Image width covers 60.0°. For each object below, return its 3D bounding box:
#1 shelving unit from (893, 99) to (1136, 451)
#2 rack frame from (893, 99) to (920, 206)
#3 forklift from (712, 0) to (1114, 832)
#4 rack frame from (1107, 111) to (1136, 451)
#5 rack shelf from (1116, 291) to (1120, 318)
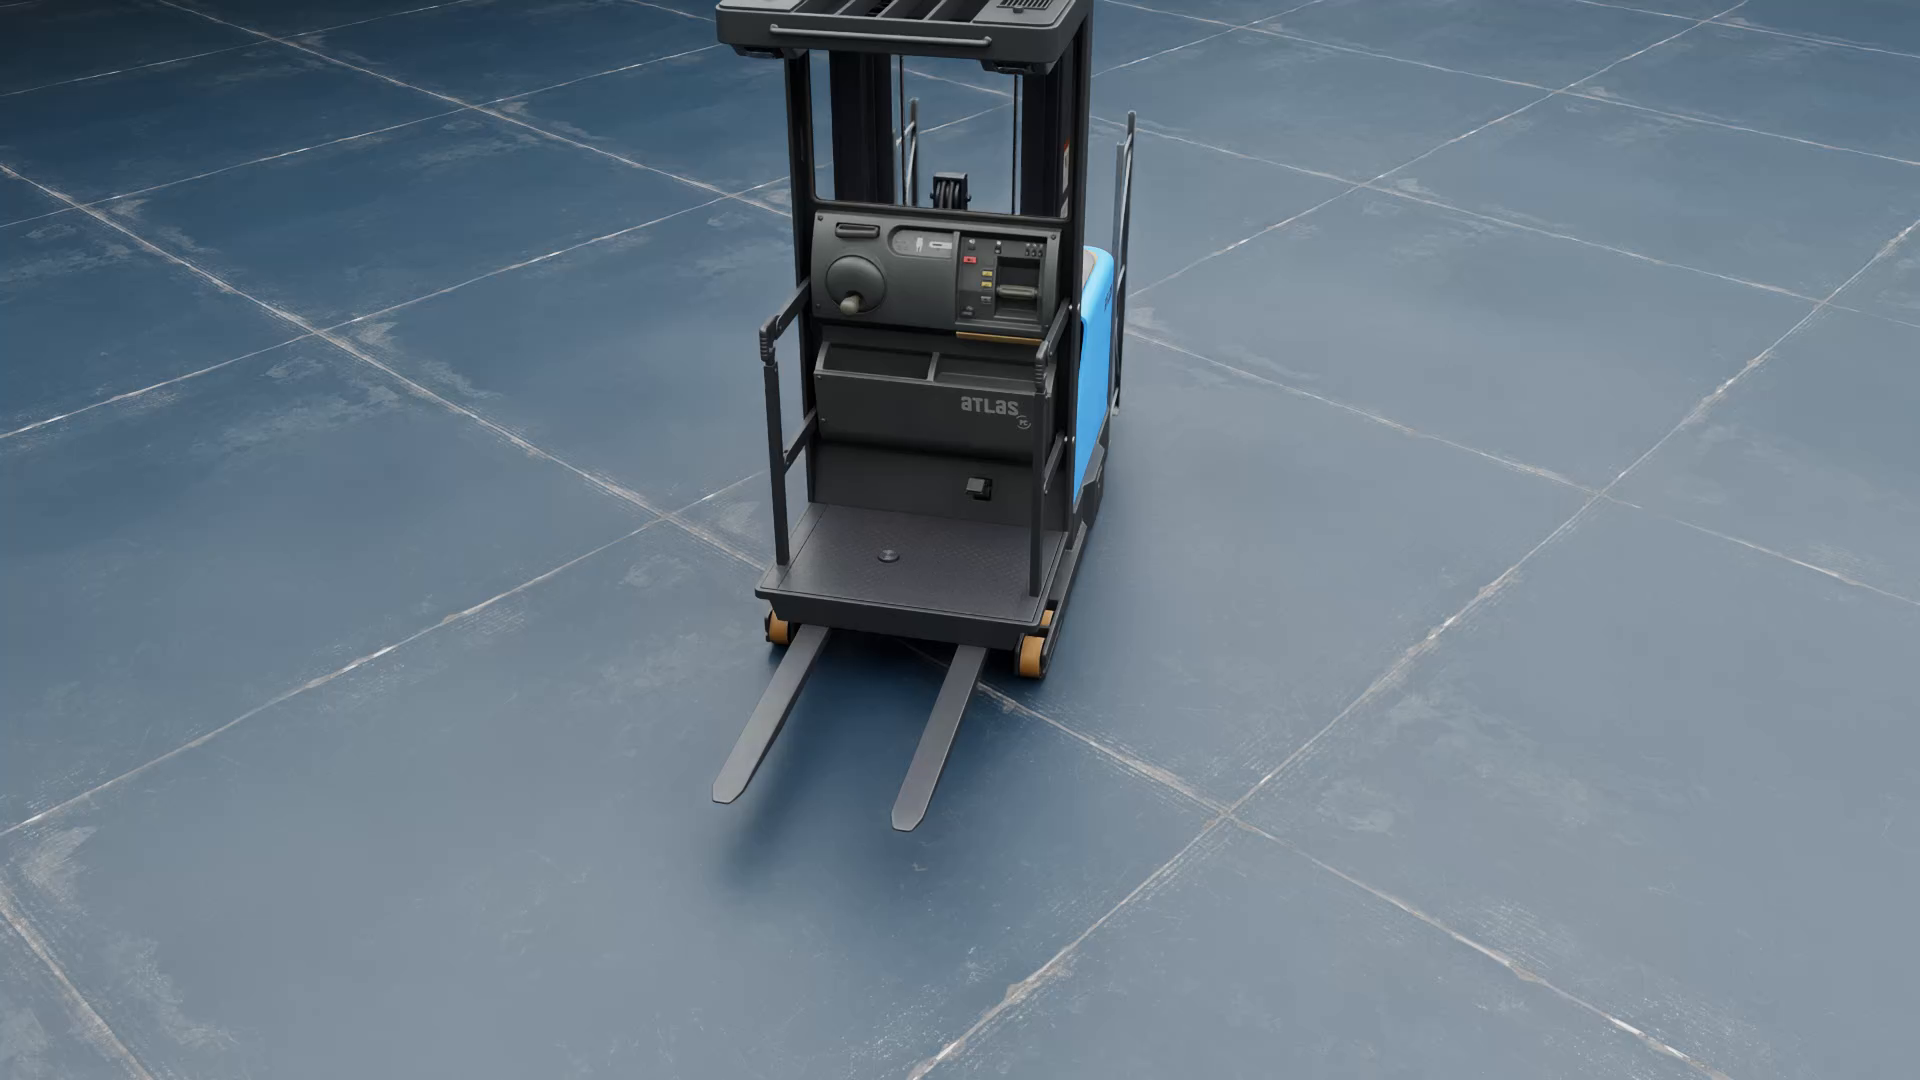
[{"bbox_3d":[0.242,-1.240,7.855,1.048,1.500,0.538,6,32,9],"label":"shelving unit"},{"bbox_3d":[-0.257,-1.290,7.939,0.032,1.500,0.500,6,32,9],"label":"rack frame"},{"bbox_3d":[-0.142,-0.939,5.968,1.130,2.935,3.031,7,32,11],"label":"forklift"},{"bbox_3d":[0.741,-1.189,7.772,0.032,1.500,0.500,6,32,9],"label":"rack frame"},{"bbox_3d":[0.242,-1.086,7.948,1.000,0.185,0.538,6,32,9],"label":"rack shelf"}]
